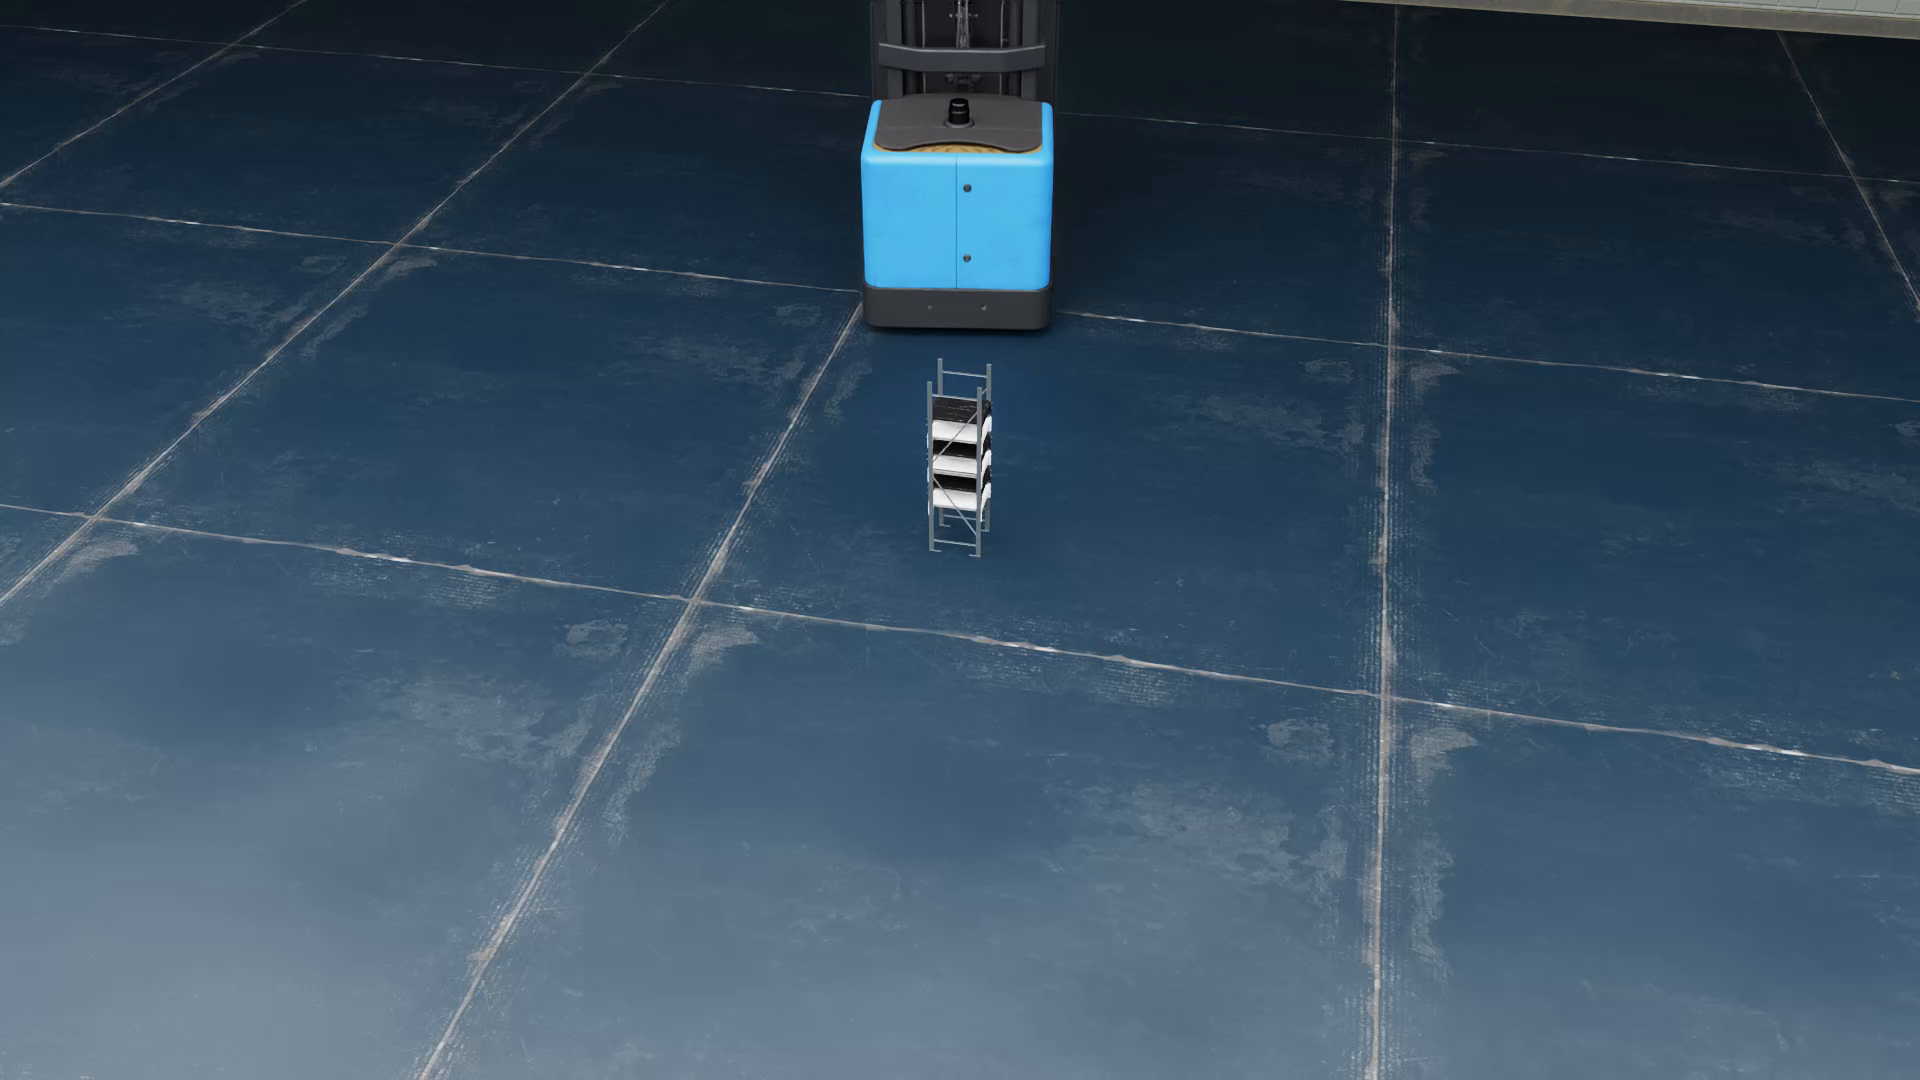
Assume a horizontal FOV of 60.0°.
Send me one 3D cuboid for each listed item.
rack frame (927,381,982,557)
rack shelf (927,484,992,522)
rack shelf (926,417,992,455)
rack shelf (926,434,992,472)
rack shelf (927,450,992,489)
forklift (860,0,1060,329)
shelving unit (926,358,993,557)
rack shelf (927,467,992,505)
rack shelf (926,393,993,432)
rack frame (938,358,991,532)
[{"bbox_3d":[-0.023,-0.301,7.399,0.240,0.900,0.006,7,37,10],"label":"rack frame"},{"bbox_3d":[-0.002,-0.187,7.605,0.258,0.077,0.200,7,37,10],"label":"rack shelf"},{"bbox_3d":[-0.002,-0.478,7.393,0.258,0.077,0.200,7,37,10],"label":"rack shelf"},{"bbox_3d":[-0.002,-0.406,7.446,0.258,0.077,0.200,7,37,10],"label":"rack shelf"},{"bbox_3d":[-0.002,-0.333,7.499,0.258,0.077,0.200,7,37,10],"label":"rack shelf"},{"bbox_3d":[0.037,-3.195,9.661,1.130,2.935,3.031,1,36,2],"label":"forklift"},{"bbox_3d":[-0.002,-0.360,7.480,0.258,0.900,0.210,7,37,10],"label":"shelving unit"},{"bbox_3d":[-0.002,-0.260,7.552,0.258,0.077,0.200,7,37,10],"label":"rack shelf"},{"bbox_3d":[-0.002,-0.551,7.341,0.258,0.077,0.200,7,37,10],"label":"rack shelf"},{"bbox_3d":[0.020,-0.418,7.560,0.240,0.900,0.006,7,37,10],"label":"rack frame"}]
